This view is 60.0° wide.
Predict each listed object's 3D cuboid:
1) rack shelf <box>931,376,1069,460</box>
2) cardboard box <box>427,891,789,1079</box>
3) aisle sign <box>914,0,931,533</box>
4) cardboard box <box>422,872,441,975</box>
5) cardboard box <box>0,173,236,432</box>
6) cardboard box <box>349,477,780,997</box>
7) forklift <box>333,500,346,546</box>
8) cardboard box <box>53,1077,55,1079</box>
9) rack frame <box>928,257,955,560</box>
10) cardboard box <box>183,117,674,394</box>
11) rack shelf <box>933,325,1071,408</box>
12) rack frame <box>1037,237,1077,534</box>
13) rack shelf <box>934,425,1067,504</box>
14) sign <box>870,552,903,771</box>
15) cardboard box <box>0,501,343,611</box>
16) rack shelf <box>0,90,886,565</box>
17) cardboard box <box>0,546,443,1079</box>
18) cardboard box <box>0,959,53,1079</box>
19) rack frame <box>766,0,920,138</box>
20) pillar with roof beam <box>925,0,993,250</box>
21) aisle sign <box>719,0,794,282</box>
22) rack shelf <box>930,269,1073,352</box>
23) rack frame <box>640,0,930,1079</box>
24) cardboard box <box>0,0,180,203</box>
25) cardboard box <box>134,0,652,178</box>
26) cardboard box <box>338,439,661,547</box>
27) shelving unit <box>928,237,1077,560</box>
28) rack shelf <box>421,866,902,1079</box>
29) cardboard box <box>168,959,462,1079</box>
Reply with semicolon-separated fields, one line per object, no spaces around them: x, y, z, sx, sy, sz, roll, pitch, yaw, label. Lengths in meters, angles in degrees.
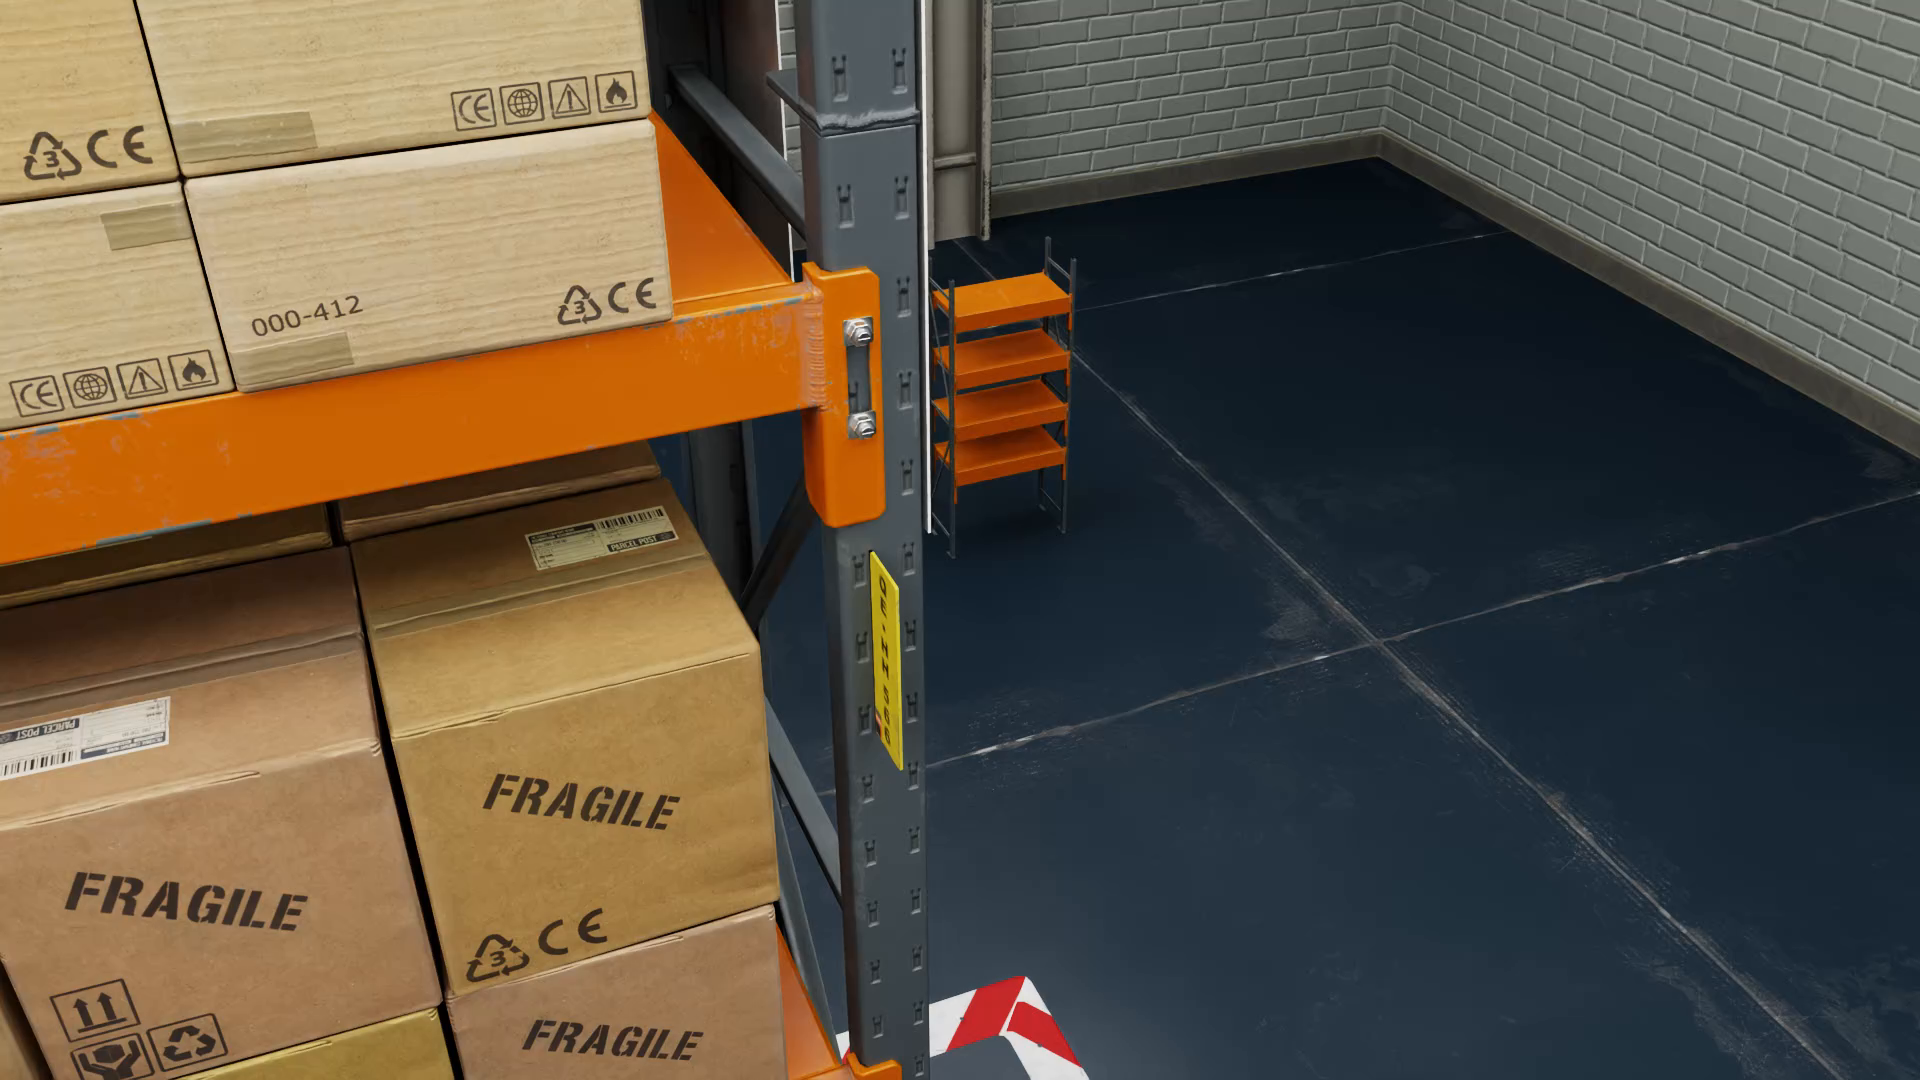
0.153;-0.481;6.513;0.480;0.148;0.258;-13;35;-19;rack shelf
-0.608;0.701;2.831;0.500;0.500;0.500;-12;35;-17;cardboard box
-0.119;-0.439;2.291;0.004;0.787;0.394;-13;35;-19;aisle sign
-1.286;0.542;3.075;0.500;0.500;0.500;-13;35;-19;cardboard box
-1.138;-0.342;1.913;0.500;0.250;0.500;-13;35;-19;cardboard box
-0.605;0.282;2.557;0.500;0.500;0.500;-13;35;-19;cardboard box
-2.578;-0.421;4.710;3.031;2.935;1.130;-14;36;-21;forklift
-1.548;0.914;2.502;0.500;0.500;0.500;-13;35;-19;cardboard box
-0.072;-0.486;6.397;0.015;1.200;0.240;-13;35;-19;rack frame
-0.673;-0.442;2.067;0.500;0.250;0.500;-13;35;-19;cardboard box
0.153;-0.669;6.391;0.480;0.148;0.258;-13;35;-19;rack shelf
0.378;-0.589;6.556;0.015;1.200;0.240;-13;35;-19;rack frame
0.153;-0.315;6.621;0.480;0.148;0.258;-13;35;-19;rack shelf
-0.105;0.177;2.377;0.005;0.325;0.100;-13;35;-19;sign
-1.291;0.125;2.798;0.500;0.500;0.500;-13;35;-18;cardboard box
-2.145;-0.022;1.943;4.000;0.370;1.077;-13;35;-19;rack shelf
-1.070;0.389;2.393;0.500;0.500;0.500;-12;35;-18;cardboard box
-1.547;0.501;2.221;0.500;0.500;0.500;-12;35;-18;cardboard box
-0.301;-2.004;1.578;0.127;3.000;1.000;-13;35;-19;rack frame
1.599;-3.334;3.623;0.400;9.000;9.100;-13;35;-19;pillar with roof beam
-0.352;-0.741;2.754;0.004;0.787;0.394;-13;35;-19;aisle sign
0.153;-0.867;6.262;0.480;0.148;0.258;-13;35;-19;rack shelf
-0.301;0.511;3.214;0.127;3.000;1.000;-13;35;-19;rack frame
-1.137;-0.550;1.774;0.500;0.250;0.500;-13;35;-19;cardboard box
-0.676;-0.656;1.937;0.500;0.250;0.500;-13;35;-19;cardboard box
-0.812;0.011;2.974;0.500;0.500;0.500;-12;35;-17;cardboard box
0.153;-0.538;6.476;0.503;1.200;0.258;-13;35;-19;shelving unit
-2.145;1.235;2.761;4.000;0.370;1.077;-13;35;-19;rack shelf
-1.085;0.812;2.660;0.500;0.500;0.500;-13;35;-19;cardboard box
